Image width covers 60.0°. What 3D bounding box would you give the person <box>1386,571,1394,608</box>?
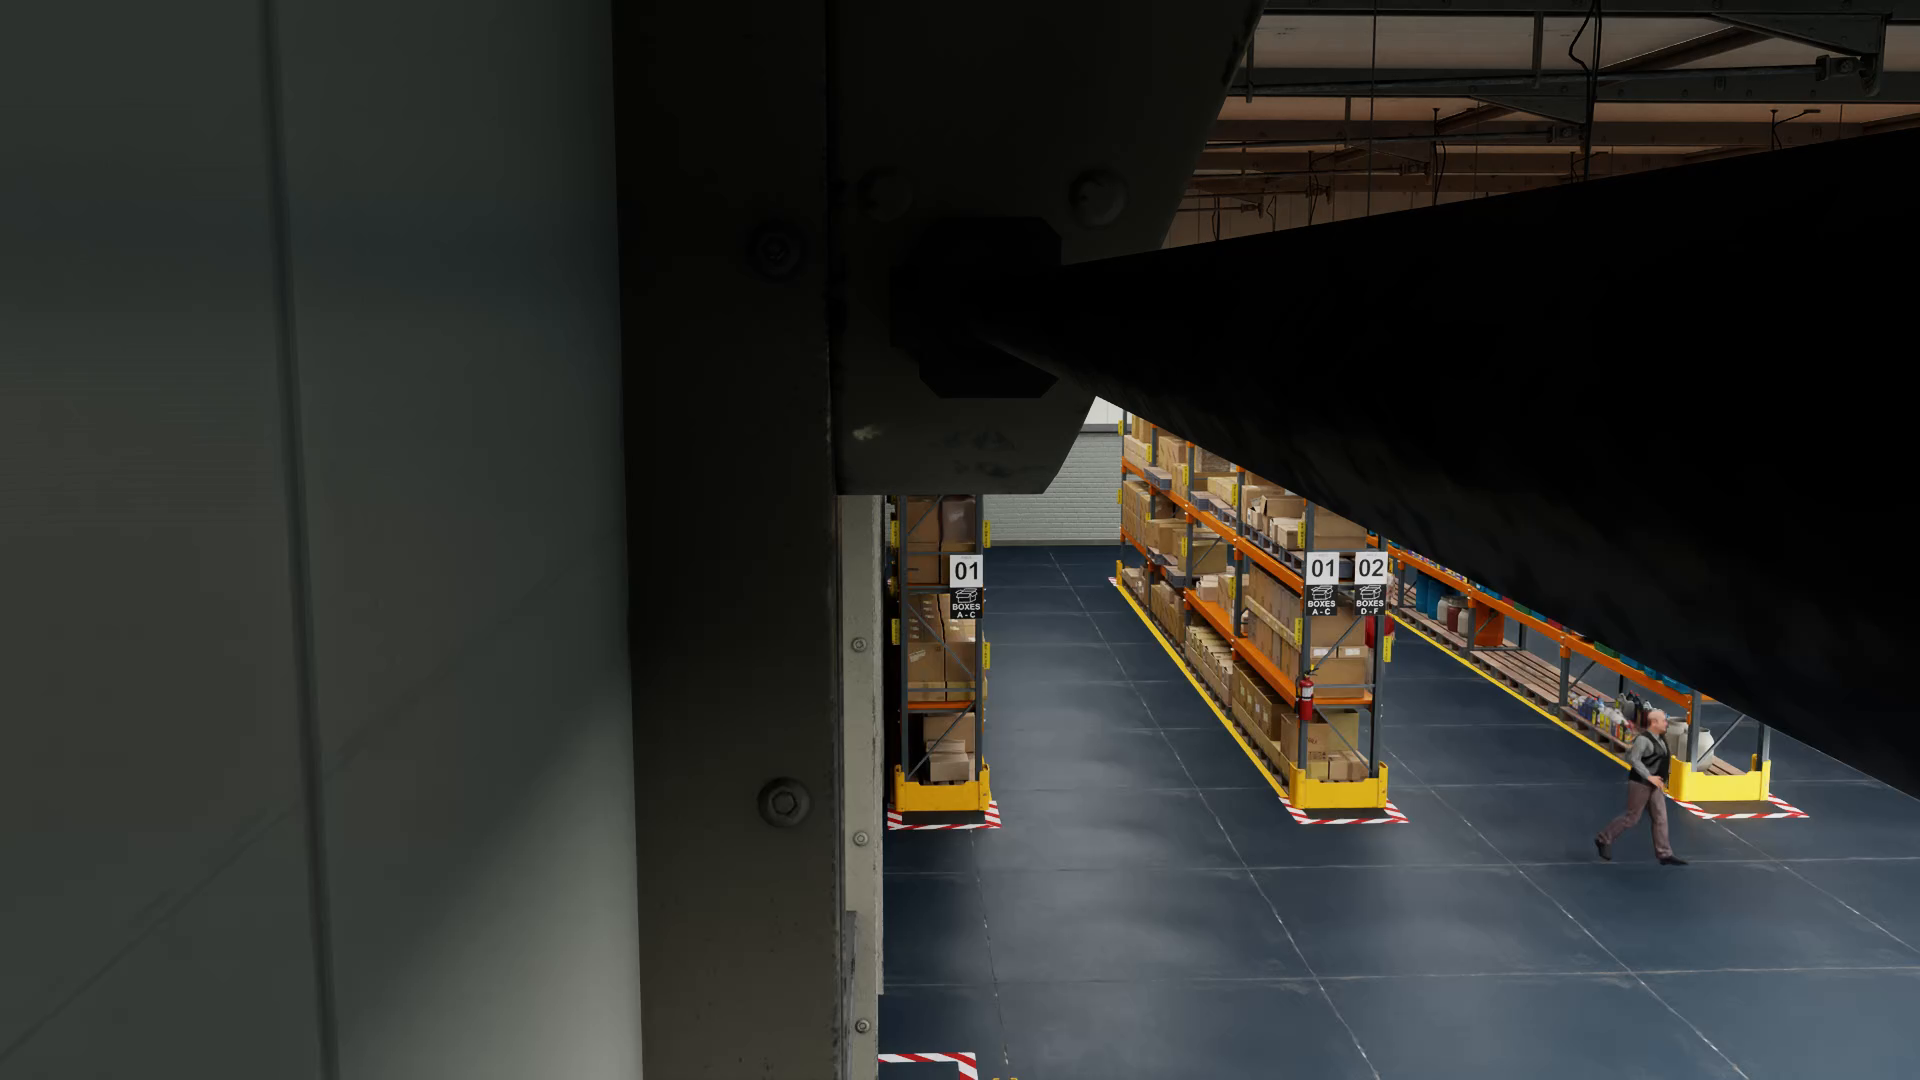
[{"bbox_3d":[7.506,1.142,29.851,0.502,1.683,0.788,-1,8,-7],"label":"person"}]

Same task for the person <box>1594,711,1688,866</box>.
[{"bbox_3d":[7.682,2.739,18.516,0.977,1.701,0.697,8,12,43],"label":"person"}]

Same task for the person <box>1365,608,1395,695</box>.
[{"bbox_3d":[6.375,1.750,25.629,0.632,1.658,0.717,-3,9,-21],"label":"person"}]
